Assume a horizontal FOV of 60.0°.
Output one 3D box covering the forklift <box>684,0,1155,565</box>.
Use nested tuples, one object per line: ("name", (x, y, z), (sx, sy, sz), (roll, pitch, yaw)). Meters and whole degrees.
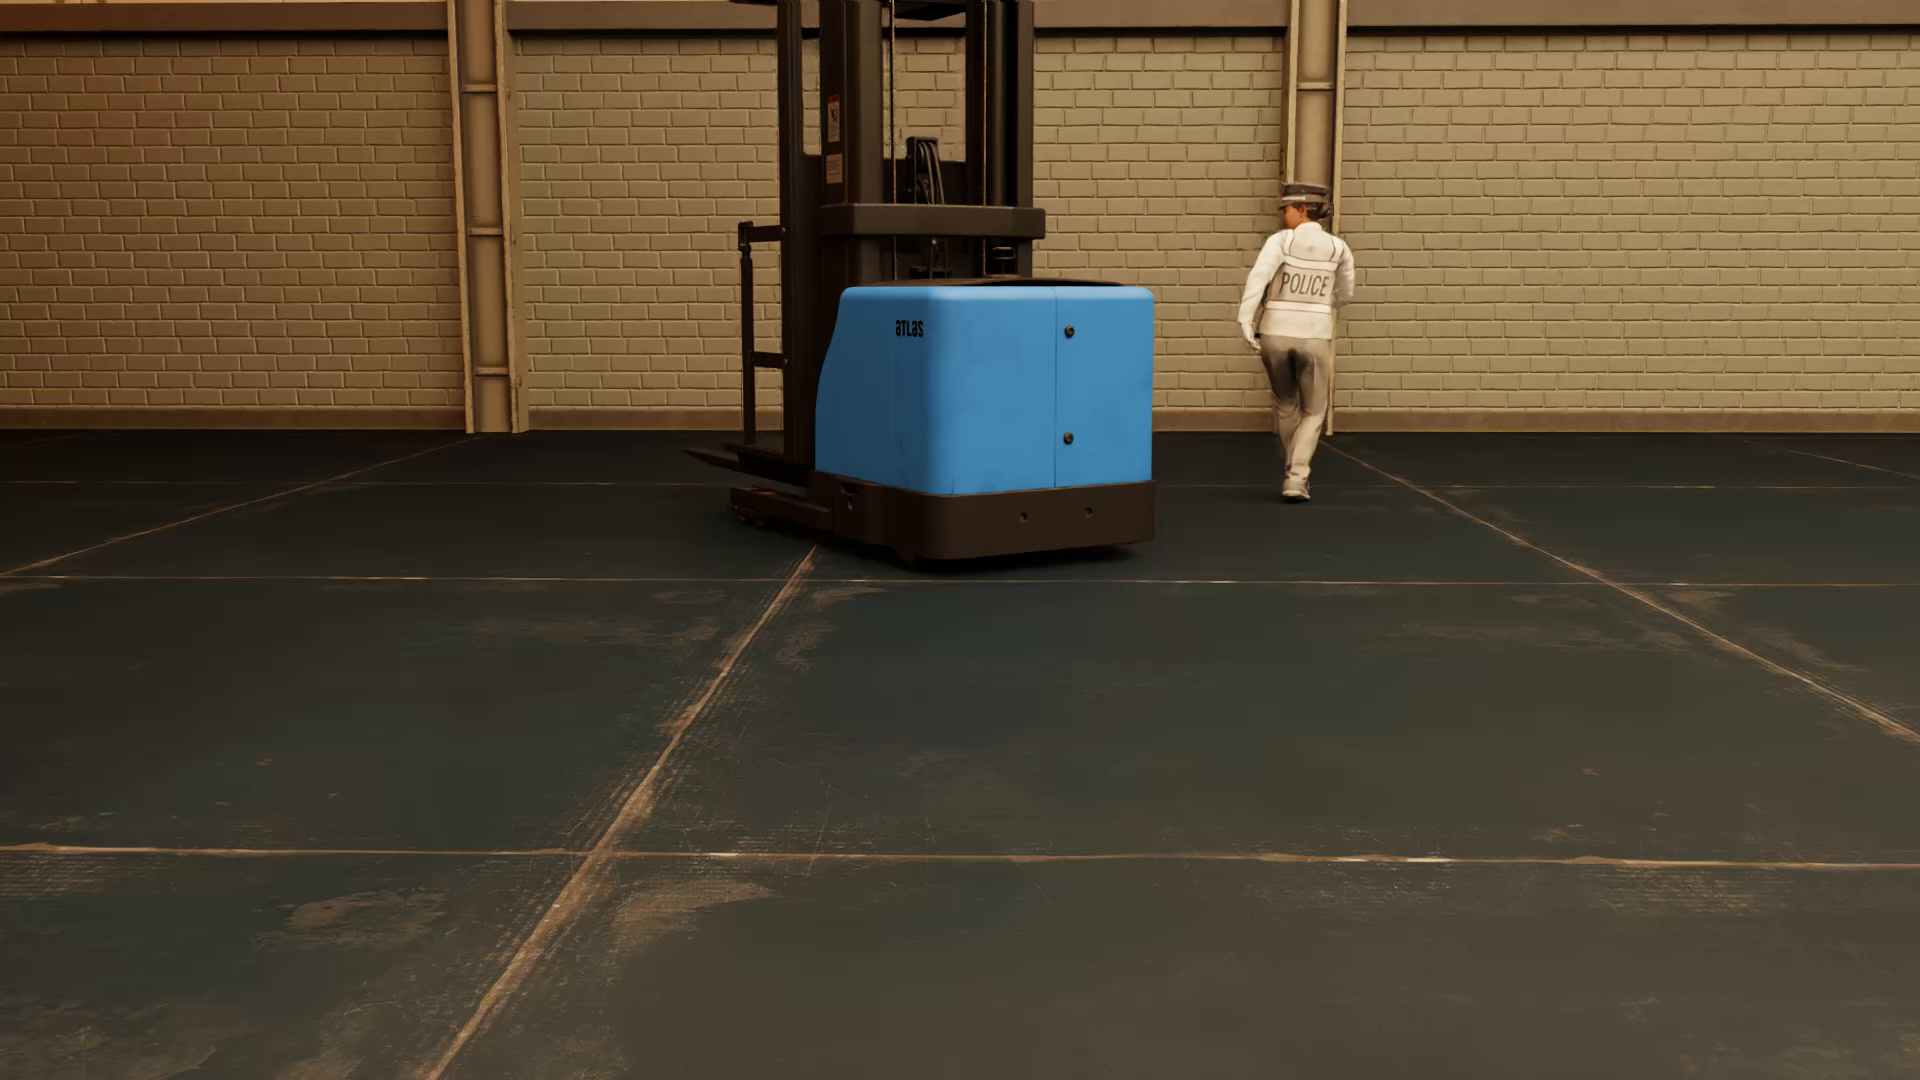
("forklift", (-0.401, -1.536, 7.475), (1.130, 2.935, 3.031), (-5, 10, -30))

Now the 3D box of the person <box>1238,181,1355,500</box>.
("person", (1.723, -0.989, 8.474), (0.527, 1.647, 0.849), (3, 9, 17))
